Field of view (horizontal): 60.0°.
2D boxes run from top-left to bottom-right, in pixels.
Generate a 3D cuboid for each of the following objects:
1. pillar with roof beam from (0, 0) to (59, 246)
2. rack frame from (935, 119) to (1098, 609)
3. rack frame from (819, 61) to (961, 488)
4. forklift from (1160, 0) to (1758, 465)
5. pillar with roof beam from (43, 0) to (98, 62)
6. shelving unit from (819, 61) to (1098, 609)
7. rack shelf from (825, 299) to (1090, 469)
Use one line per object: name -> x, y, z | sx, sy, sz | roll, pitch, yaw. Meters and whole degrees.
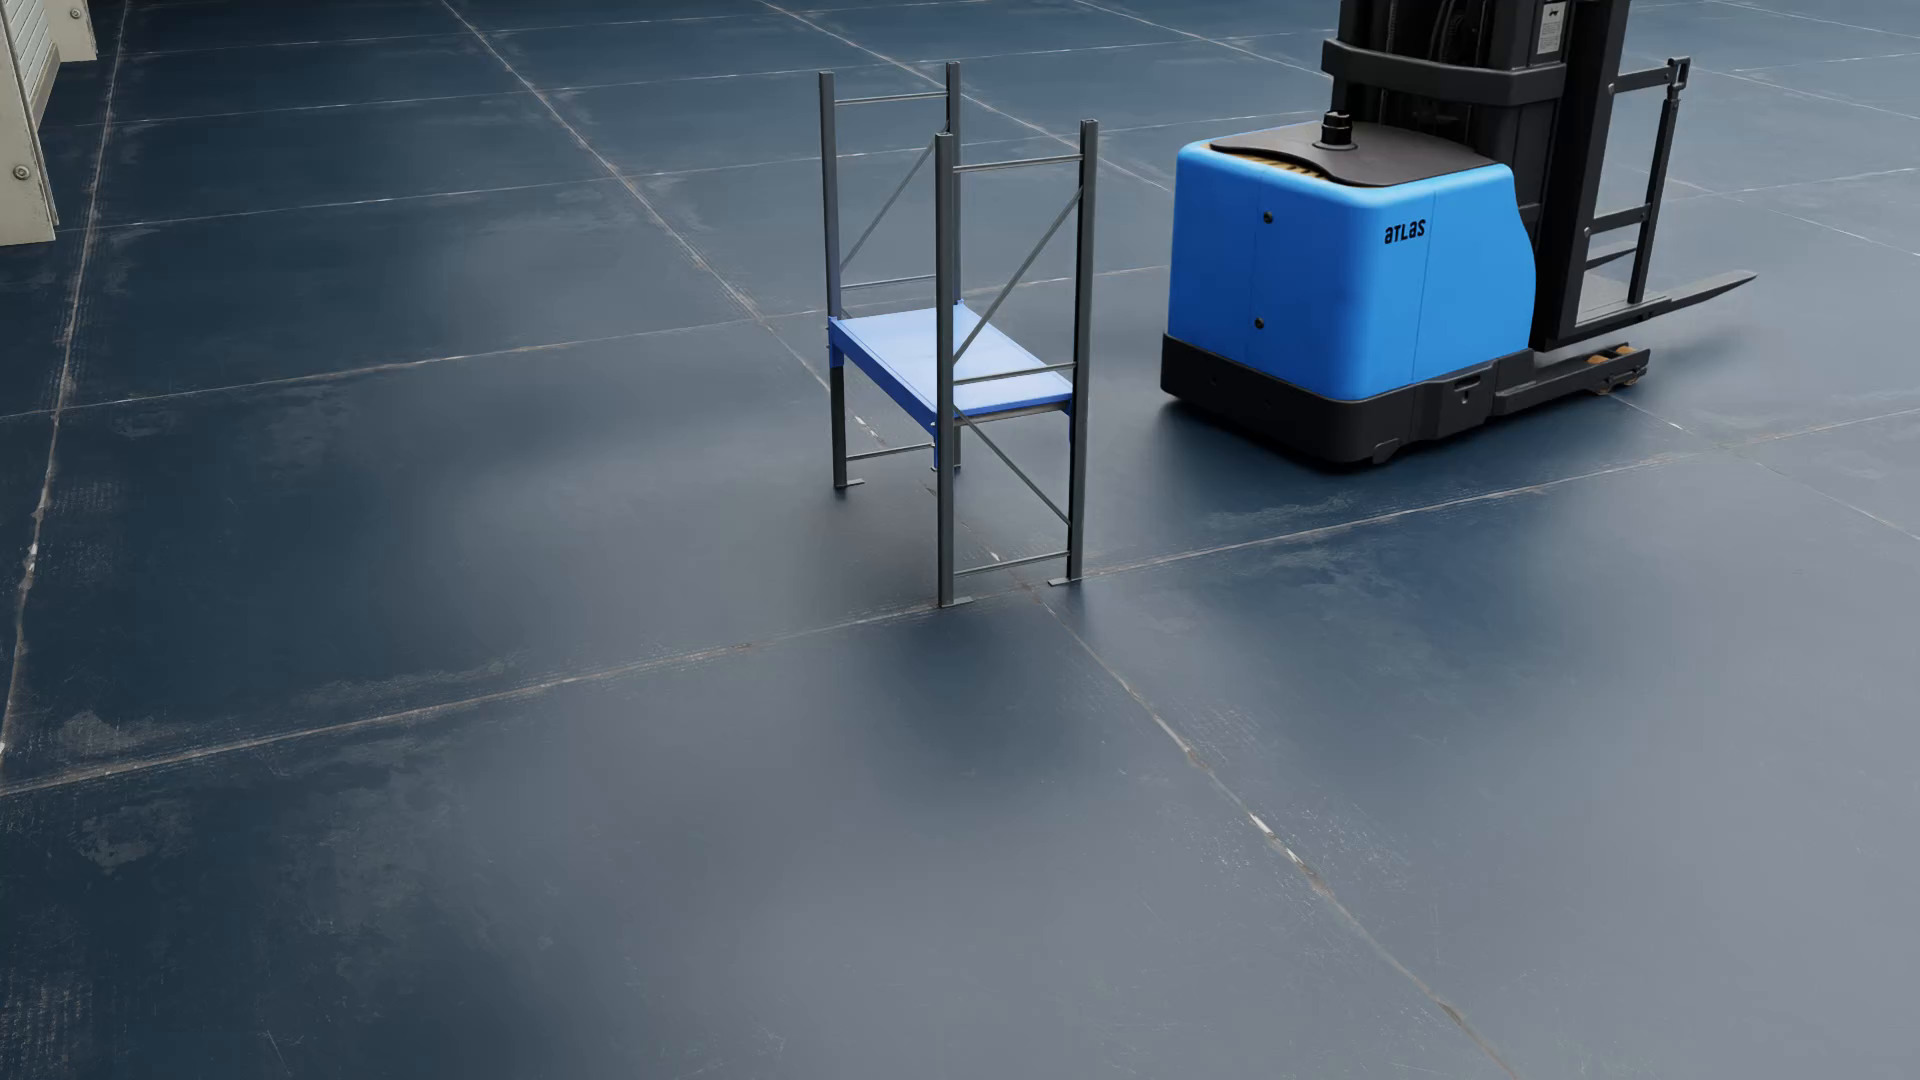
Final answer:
pillar with roof beam -> -1.219, -6.479, 8.762 | 9.100, 9.000, 0.400 | -11, 28, -21
rack frame -> 0.166, -0.503, 5.071 | 0.500, 1.500, 0.032 | -11, 28, -21
rack frame -> -0.232, -0.914, 5.912 | 0.500, 1.500, 0.032 | -11, 28, -21
forklift -> 2.322, -2.096, 6.702 | 3.031, 2.935, 1.130 | -18, 31, -32
pillar with roof beam -> -3.569, -8.901, 13.723 | 9.100, 9.000, 0.400 | -11, 28, -21
shelving unit -> -0.033, -0.708, 5.491 | 0.538, 1.500, 1.048 | -11, 28, -21
rack shelf -> -0.033, -0.547, 5.570 | 0.538, 0.185, 1.000 | -11, 28, -21
